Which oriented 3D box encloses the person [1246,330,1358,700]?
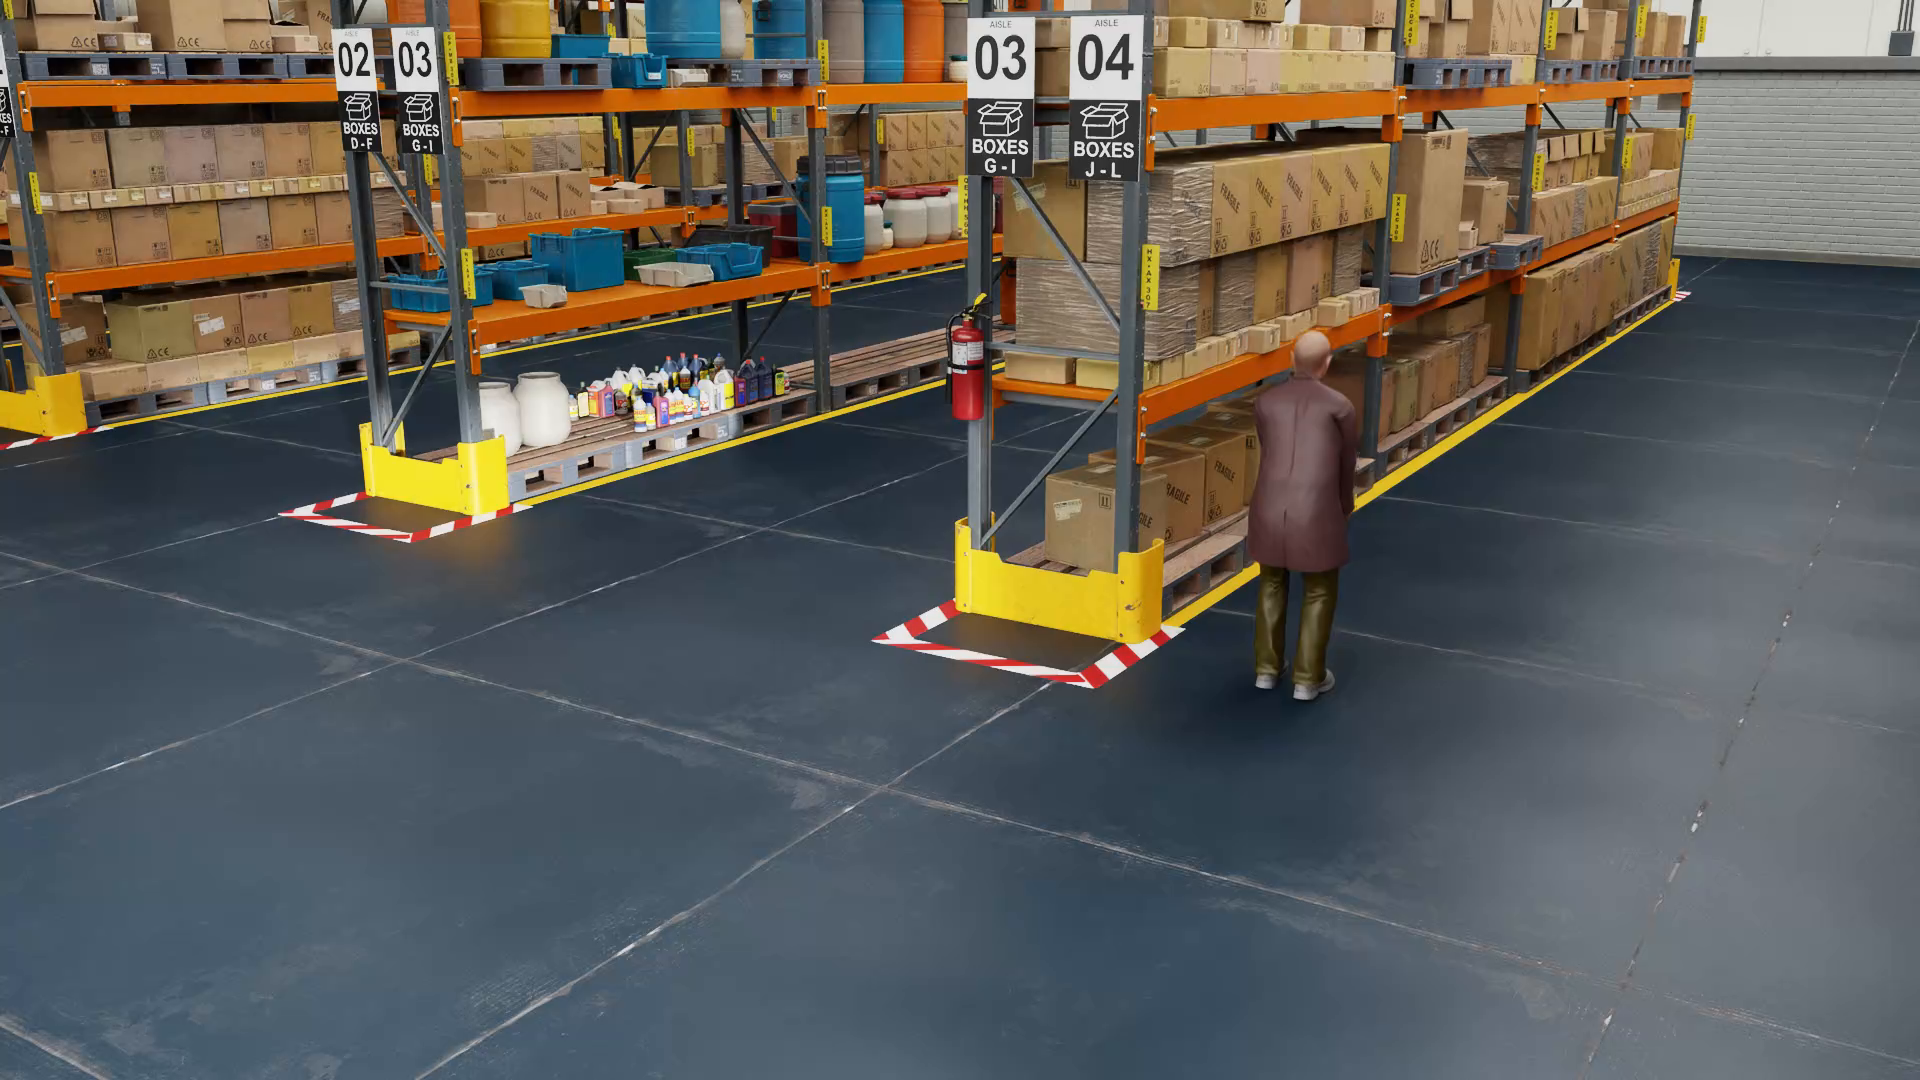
[{"bbox_3d":[1.673,-0.134,8.075,0.529,1.760,0.592,9,18,29],"label":"person"}]
